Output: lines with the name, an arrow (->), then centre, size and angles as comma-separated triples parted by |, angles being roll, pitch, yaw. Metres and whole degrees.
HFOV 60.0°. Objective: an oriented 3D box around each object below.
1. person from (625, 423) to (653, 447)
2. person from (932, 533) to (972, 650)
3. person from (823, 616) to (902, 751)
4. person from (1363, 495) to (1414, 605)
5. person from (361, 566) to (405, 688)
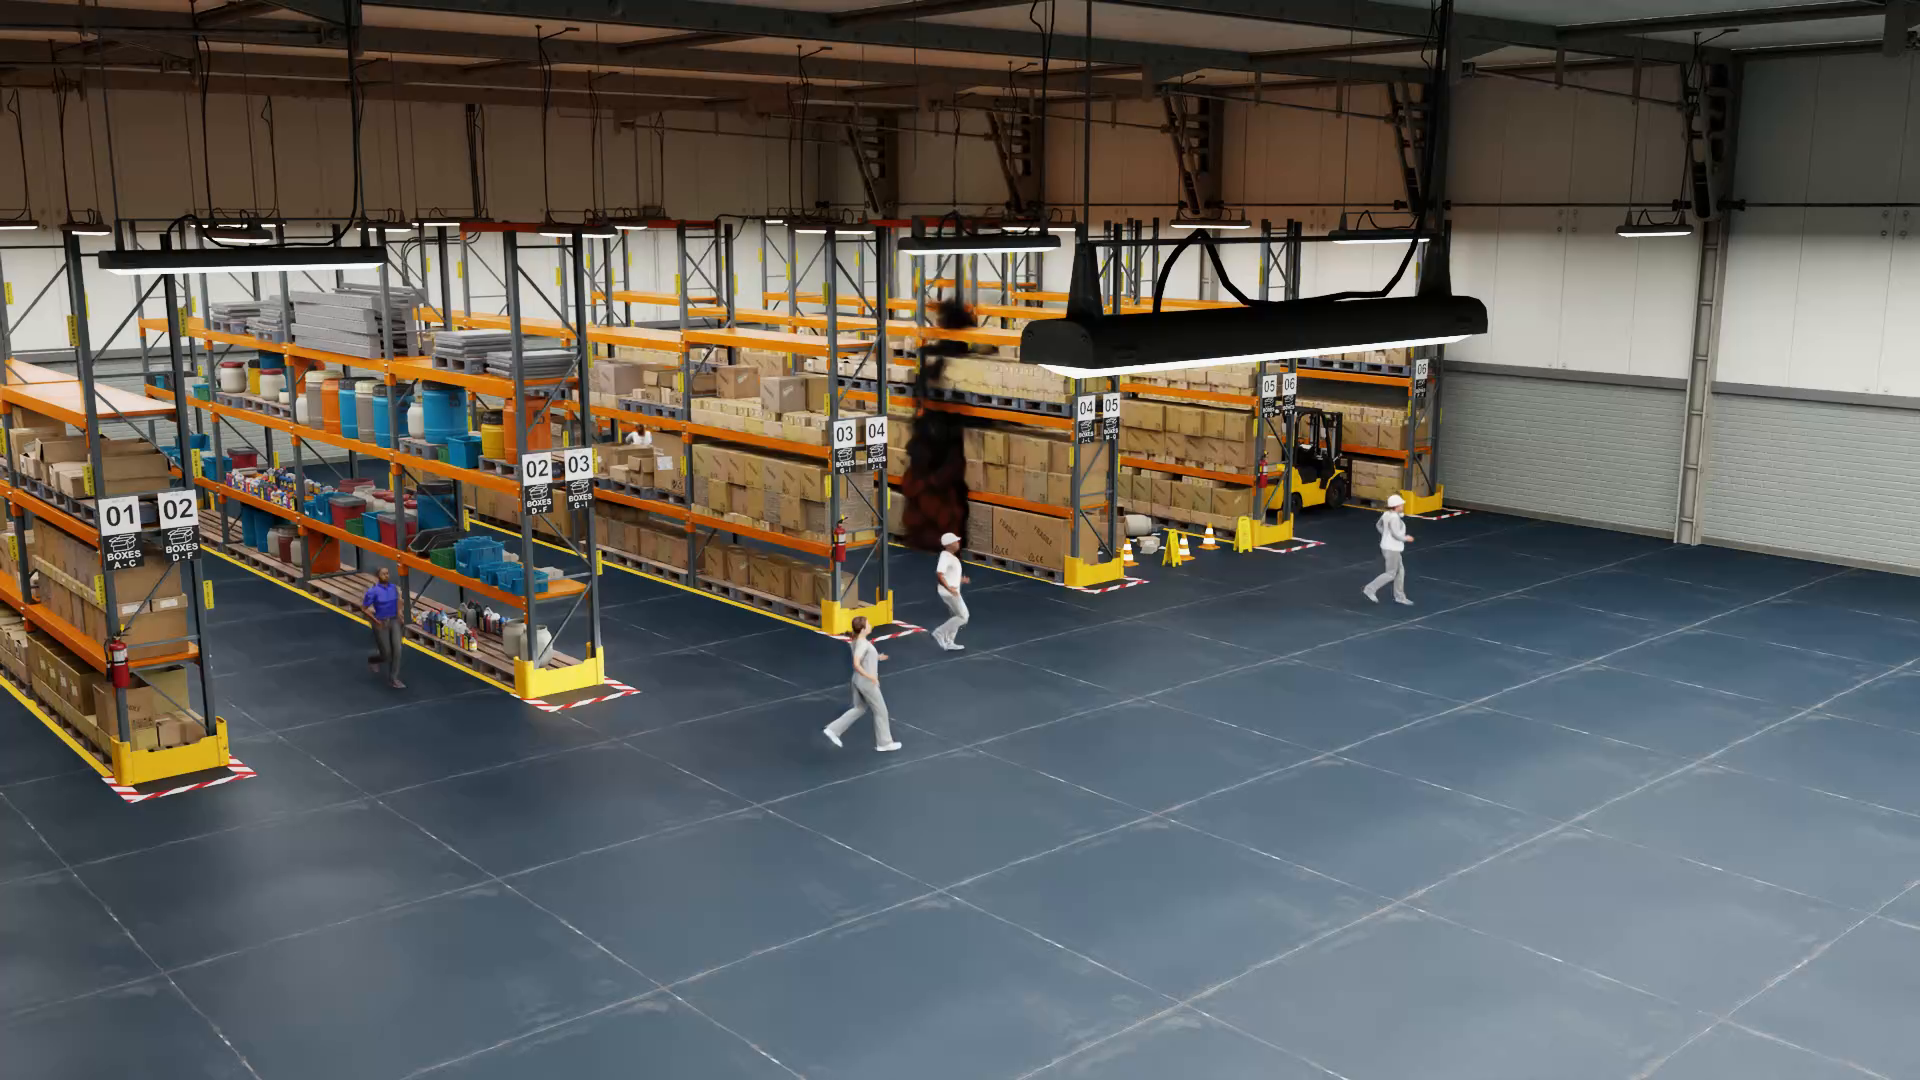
person -> -6.829, -1.708, 35.803 | 0.665, 1.797, 0.926 | -8, 14, -33
person -> -0.112, 0.744, 23.840 | 0.581, 1.726, 0.722 | 0, 11, -2
person -> -1.128, 1.677, 19.318 | 0.929, 1.645, 0.574 | -4, 12, -21
person -> 6.879, 0.165, 26.571 | 0.849, 1.793, 0.679 | 0, 11, 2
person -> -7.652, 1.137, 22.129 | 0.727, 1.618, 0.593 | 9, 15, 38
